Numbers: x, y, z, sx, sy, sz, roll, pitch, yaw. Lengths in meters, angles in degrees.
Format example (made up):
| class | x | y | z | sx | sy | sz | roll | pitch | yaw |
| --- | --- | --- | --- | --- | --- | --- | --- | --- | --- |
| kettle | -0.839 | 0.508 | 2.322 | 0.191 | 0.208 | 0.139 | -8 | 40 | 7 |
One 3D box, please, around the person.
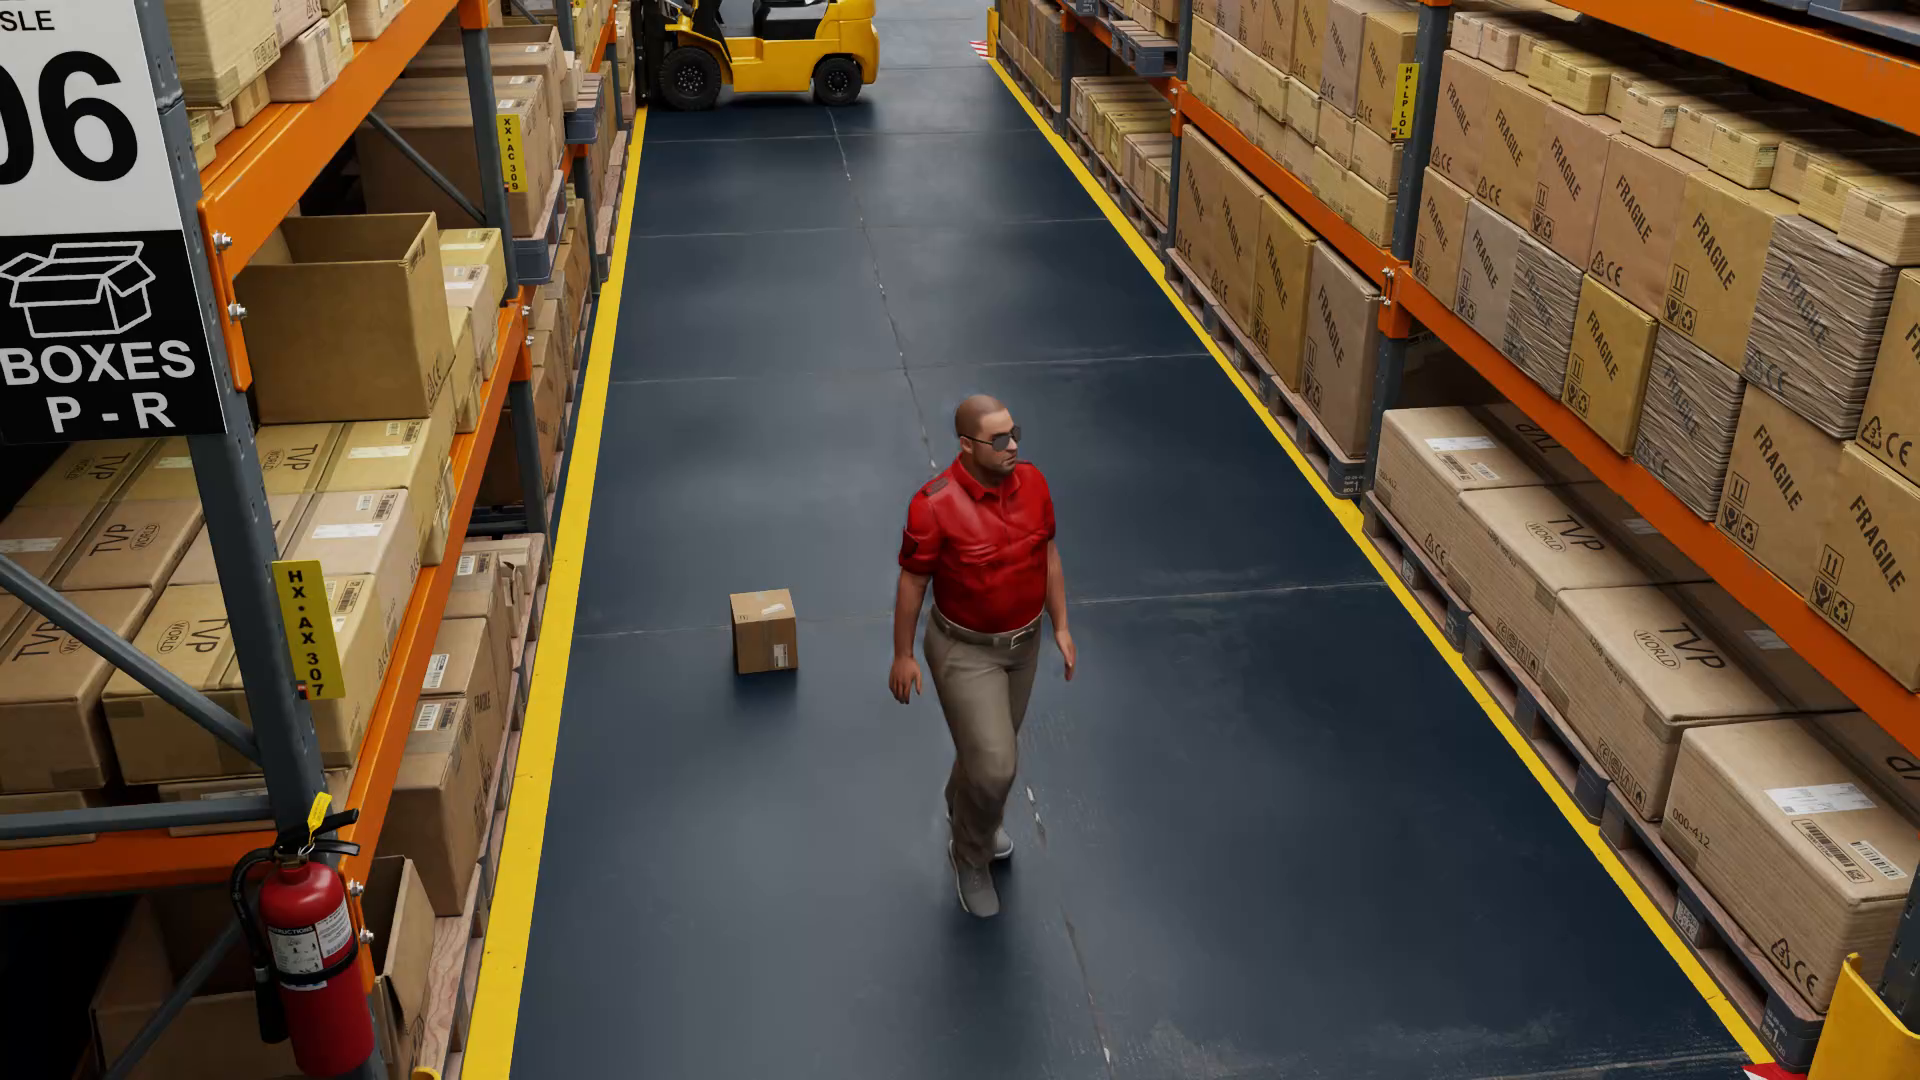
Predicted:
| class | x | y | z | sx | sy | sz | roll | pitch | yaw |
| --- | --- | --- | --- | --- | --- | --- | --- | --- | --- |
| person | 0.090 | 0.384 | 5.417 | 0.583 | 1.800 | 0.530 | -22 | 34 | -37 |
